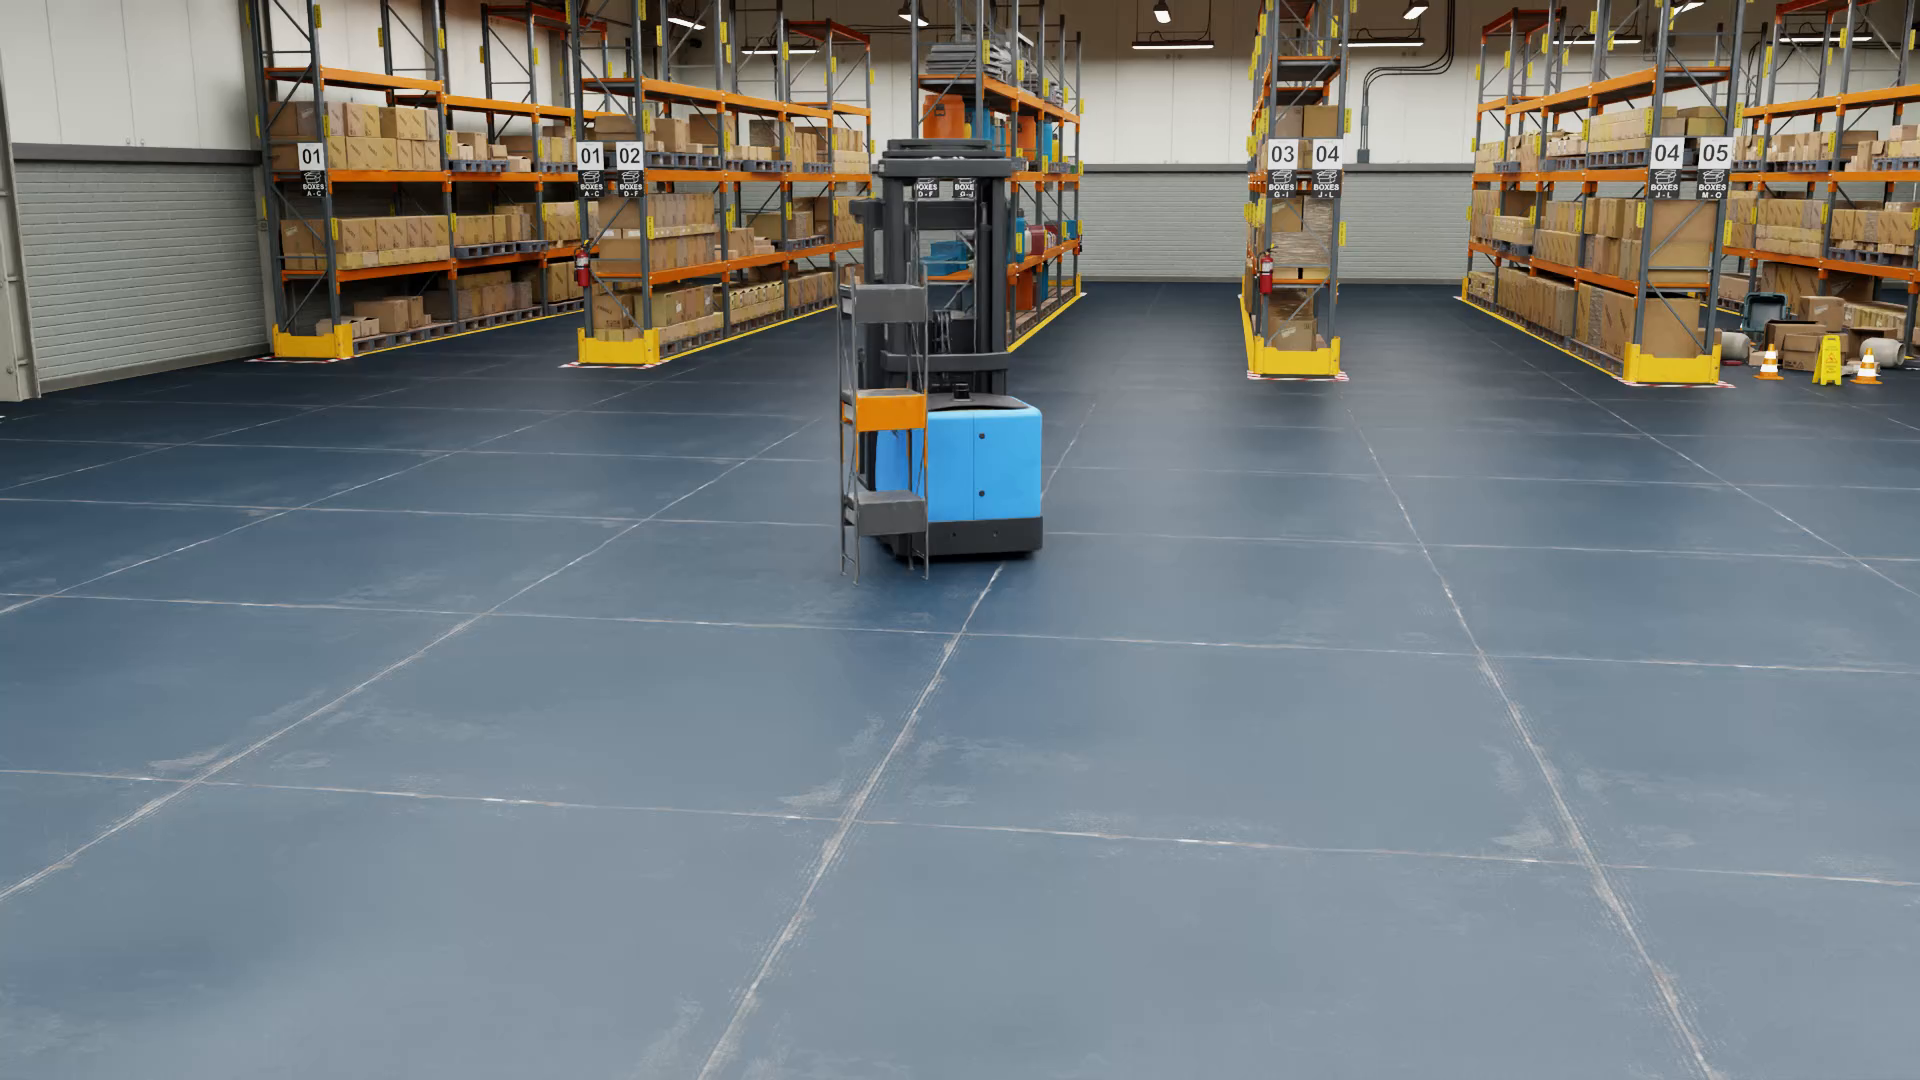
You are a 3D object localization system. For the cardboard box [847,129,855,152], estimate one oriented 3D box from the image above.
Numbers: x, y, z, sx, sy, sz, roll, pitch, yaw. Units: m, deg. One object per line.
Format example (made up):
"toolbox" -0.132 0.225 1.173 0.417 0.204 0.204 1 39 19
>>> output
"cardboard box" -2.810 -9.143 38.067 0.700 0.500 0.500 2 12 9

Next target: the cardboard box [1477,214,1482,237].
"cardboard box" 11.571 -6.848 36.205 0.500 0.500 0.500 2 12 9

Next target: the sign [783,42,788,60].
"sign" -3.297 -9.239 31.413 0.100 0.325 0.005 2 12 9

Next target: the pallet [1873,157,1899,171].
"pallet" 15.476 -6.030 26.679 1.213 0.211 1.003 2 12 9

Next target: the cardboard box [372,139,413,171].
"cardboard box" -9.328 -6.307 27.236 0.500 0.500 0.500 1 12 6

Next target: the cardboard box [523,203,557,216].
"cardboard box" -8.412 -6.612 33.285 0.500 0.250 0.500 2 12 10

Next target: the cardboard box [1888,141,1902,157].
"cardboard box" 15.228 -6.250 26.615 0.500 0.250 0.500 2 12 9

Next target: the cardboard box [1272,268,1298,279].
"cardboard box" 4.551 -3.746 23.352 0.380 0.149 0.250 2 12 9

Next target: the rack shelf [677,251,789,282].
"rack shelf" -4.154 -5.022 30.384 1.077 0.370 4.000 2 12 9

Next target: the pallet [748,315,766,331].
"pallet" -4.201 -4.003 30.569 1.003 0.211 1.213 2 12 9

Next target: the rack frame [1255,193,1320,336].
"rack frame" 5.327 -4.636 26.883 1.000 3.000 0.127 2 12 9

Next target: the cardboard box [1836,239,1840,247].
"cardboard box" 15.500 -5.168 28.953 0.380 0.149 0.250 1 12 5

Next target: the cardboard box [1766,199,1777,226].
"cardboard box" 15.947 -6.328 32.127 0.500 0.500 0.500 2 12 8

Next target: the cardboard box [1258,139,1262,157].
"cardboard box" 5.463 -6.928 28.976 0.500 0.500 0.500 2 12 7

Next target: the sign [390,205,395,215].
"sign" -9.905 -5.700 29.075 0.100 0.325 0.005 2 12 9

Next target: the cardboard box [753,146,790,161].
"cardboard box" -3.812 -7.397 32.340 0.910 0.500 0.500 2 12 9

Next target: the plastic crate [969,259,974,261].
"plastic crate" 0.433 -4.321 26.049 0.530 0.136 0.437 2 12 9

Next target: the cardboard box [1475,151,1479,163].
"cardboard box" 11.732 -8.504 36.883 0.500 0.250 0.500 2 12 10

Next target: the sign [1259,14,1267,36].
"sign" 4.778 -8.119 26.214 0.100 0.325 0.005 2 12 9

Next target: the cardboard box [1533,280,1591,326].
"cardboard box" 10.514 -4.086 28.676 1.050 0.750 0.750 2 12 10

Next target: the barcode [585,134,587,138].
"barcode" -5.506 -5.953 24.499 0.001 0.075 0.075 2 12 9

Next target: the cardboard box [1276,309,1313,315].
"cardboard box" 5.127 -3.286 25.556 0.500 0.500 0.500 1 12 4

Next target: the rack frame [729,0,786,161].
"rack frame" -3.846 -8.723 31.608 1.000 3.000 0.127 2 12 9

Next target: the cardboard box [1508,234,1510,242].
"cardboard box" 10.652 -5.753 31.669 0.380 0.149 0.250 2 12 10

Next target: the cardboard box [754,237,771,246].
"cardboard box" -3.945 -5.672 31.904 0.500 0.311 0.500 3 12 12

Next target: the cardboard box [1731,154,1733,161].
"cardboard box" 16.570 -8.191 35.623 0.380 0.149 0.250 2 12 11

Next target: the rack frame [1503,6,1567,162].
"rack frame" 11.443 -9.052 33.135 1.000 3.000 0.127 2 12 9

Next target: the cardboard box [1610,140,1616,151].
"cardboard box" 9.586 -5.670 23.925 0.380 0.149 0.250 2 12 9

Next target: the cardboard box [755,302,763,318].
"cardboard box" -3.918 -4.214 30.459 0.500 0.250 0.500 2 12 10

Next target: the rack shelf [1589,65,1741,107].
"rack shelf" 9.905 -6.423 23.594 1.077 0.370 4.000 2 12 9

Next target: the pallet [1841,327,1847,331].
"pallet" 15.612 -3.621 28.796 1.003 0.211 1.213 2 12 9

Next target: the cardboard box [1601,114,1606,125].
"cardboard box" 9.704 -6.218 24.574 0.380 0.149 0.250 2 12 8

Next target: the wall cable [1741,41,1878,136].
"wall cable" 21.050 -10.834 41.314 2.988 3.039 0.133 2 12 9

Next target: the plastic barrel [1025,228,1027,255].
"plastic barrel" 0.976 -5.297 29.631 0.433 0.535 0.433 0 12 0

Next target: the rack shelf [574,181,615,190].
"rack shelf" -7.818 -8.313 38.536 1.077 0.370 4.000 2 12 9

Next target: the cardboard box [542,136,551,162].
"cardboard box" -8.694 -7.895 33.605 0.700 0.500 0.500 1 12 6

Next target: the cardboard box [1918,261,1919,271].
"cardboard box" 14.754 -4.136 25.163 0.380 0.149 0.250 2 12 8

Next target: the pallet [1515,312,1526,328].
"pallet" 10.949 -4.086 30.952 1.003 0.211 1.213 2 12 9

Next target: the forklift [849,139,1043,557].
"forklift" -0.242 -1.578 12.859 1.130 2.935 3.031 -3 12 -13

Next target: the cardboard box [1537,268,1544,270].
"cardboard box" 11.486 -5.199 32.655 0.500 0.250 0.500 2 12 11

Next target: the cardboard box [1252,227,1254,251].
"cardboard box" 5.932 -5.840 32.233 0.500 0.500 0.500 1 12 7

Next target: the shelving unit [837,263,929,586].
"shelving unit" -0.514 -0.775 11.103 0.503 2.100 0.431 -4 13 -18

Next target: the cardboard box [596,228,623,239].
"cardboard box" -5.206 -4.576 24.831 0.380 0.149 0.250 2 12 8

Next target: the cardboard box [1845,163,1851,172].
"cardboard box" 15.518 -6.431 28.688 0.380 0.149 0.250 2 12 9

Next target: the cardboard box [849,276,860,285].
"cardboard box" -2.632 -6.008 38.735 0.500 0.250 0.500 2 12 9

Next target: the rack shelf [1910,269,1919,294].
"rack shelf" 14.811 -3.546 23.537 1.077 0.370 4.000 2 12 9

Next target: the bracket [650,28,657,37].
"bracket" -7.663 -12.799 41.981 0.235 0.232 0.430 2 12 9

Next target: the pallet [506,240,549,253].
"pallet" -8.746 -5.704 32.297 1.213 0.211 1.003 2 12 9

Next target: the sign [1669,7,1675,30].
"sign" 10.757 -7.897 25.185 0.100 0.325 0.005 2 12 9

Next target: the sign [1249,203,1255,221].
"sign" 5.393 -6.051 30.705 0.100 0.325 0.005 2 12 9

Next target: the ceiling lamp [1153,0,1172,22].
"ceiling lamp" 4.300 -11.983 32.881 0.800 3.185 2.000 2 12 9

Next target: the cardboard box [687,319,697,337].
"cardboard box" -4.542 -3.402 26.691 0.500 0.250 0.500 2 12 9
